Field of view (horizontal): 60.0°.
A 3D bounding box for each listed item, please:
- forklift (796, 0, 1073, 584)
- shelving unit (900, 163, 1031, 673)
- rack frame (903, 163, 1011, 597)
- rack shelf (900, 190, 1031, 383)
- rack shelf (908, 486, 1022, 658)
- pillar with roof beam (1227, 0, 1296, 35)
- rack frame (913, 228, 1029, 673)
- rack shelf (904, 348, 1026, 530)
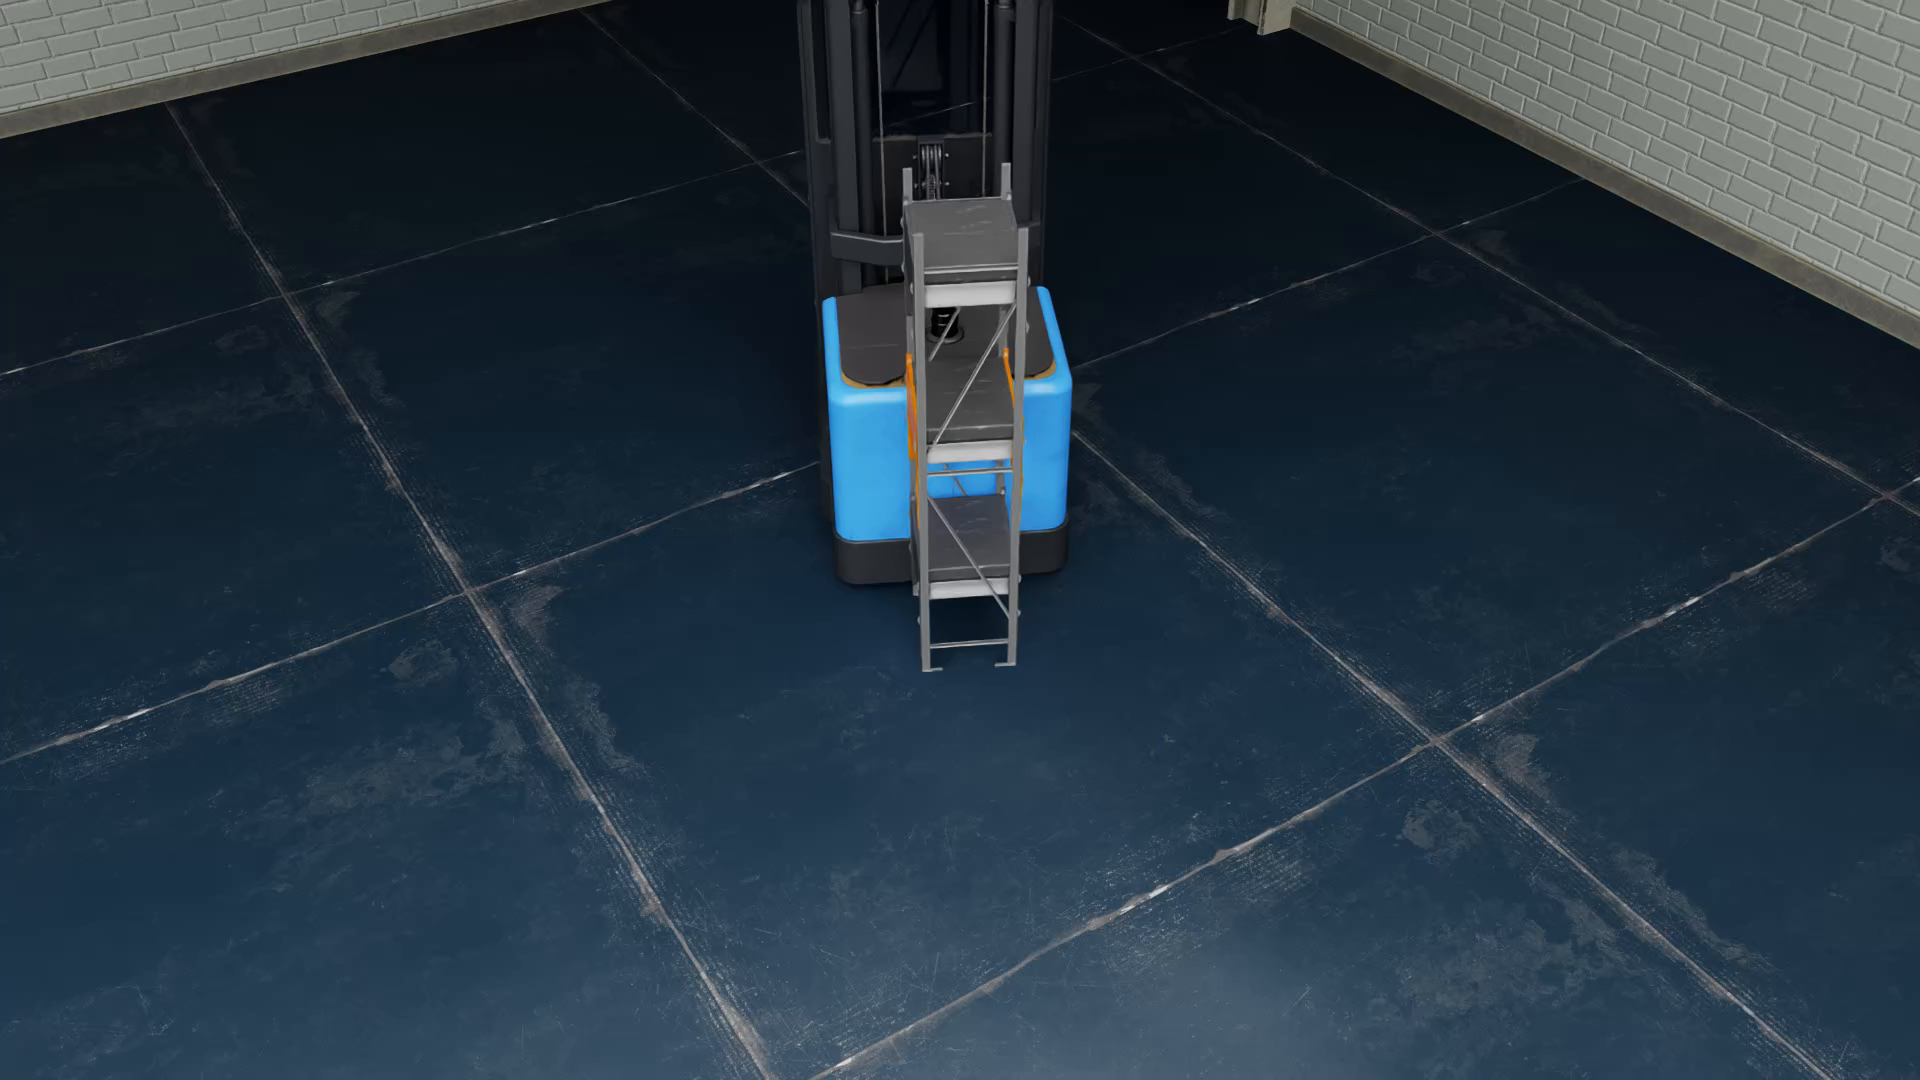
[{"bbox_3d":[-0.174,-1.863,7.697,1.130,2.935,3.031,-4,40,-4],"label":"forklift"},{"bbox_3d":[0.014,-0.414,6.607,0.431,2.100,0.503,-4,40,-4],"label":"shelving unit"},{"bbox_3d":[-0.011,-0.570,6.793,0.400,2.100,0.015,-4,40,-4],"label":"rack frame"},{"bbox_3d":[0.014,-0.942,6.168,0.431,0.518,0.480,-4,40,-4],"label":"rack shelf"},{"bbox_3d":[0.014,0.134,7.064,0.431,0.518,0.480,-4,40,-4],"label":"rack shelf"},{"bbox_3d":[-1.399,-5.832,7.719,9.100,9.000,0.400,-22,45,-24],"label":"pillar with roof beam"},{"bbox_3d":[0.038,-0.259,6.420,0.400,2.100,0.015,-4,40,-4],"label":"rack frame"},{"bbox_3d":[0.014,-0.404,6.616,0.431,0.518,0.480,-4,40,-4],"label":"rack shelf"}]
